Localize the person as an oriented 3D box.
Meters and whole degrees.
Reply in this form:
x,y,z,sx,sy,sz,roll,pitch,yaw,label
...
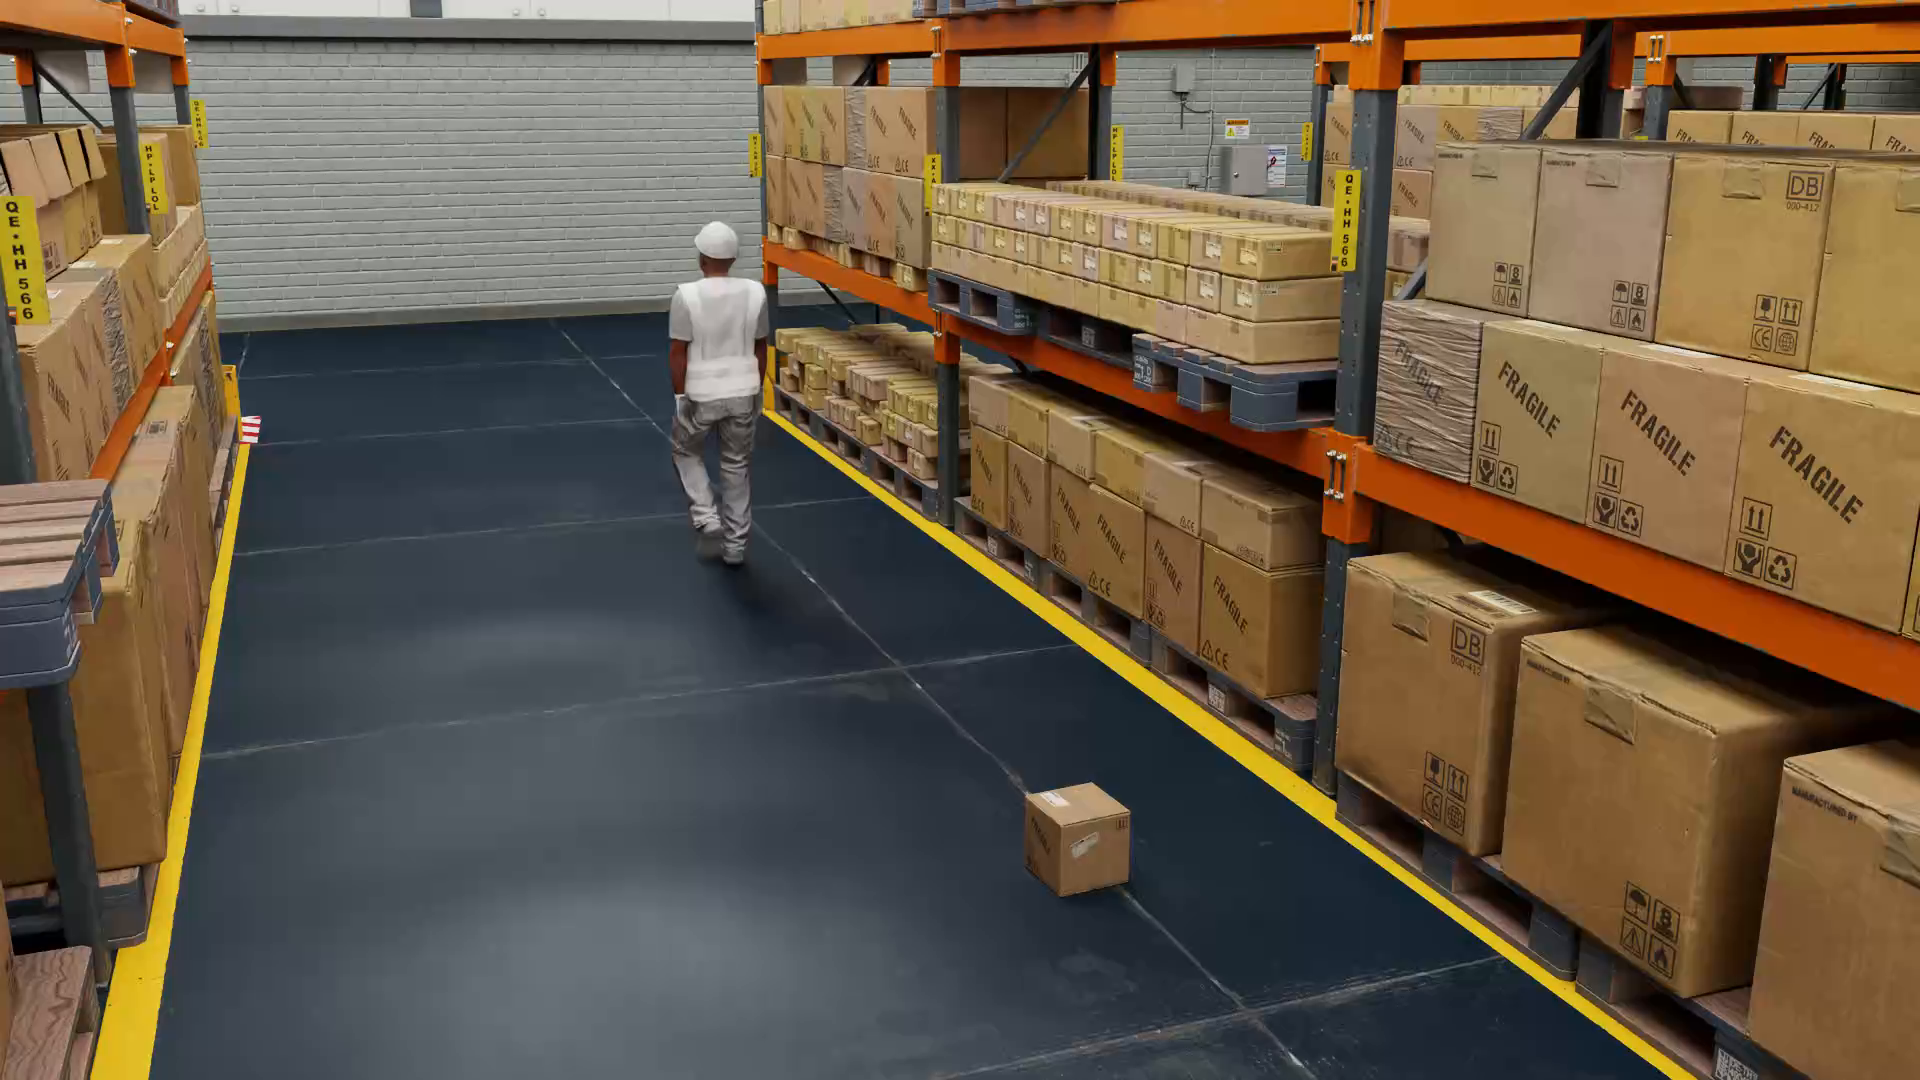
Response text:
x,y,z,sx,sy,sz,roll,pitch,yaw,label
-1.278,-0.764,8.698,0.544,1.793,0.452,-6,17,-22,person
